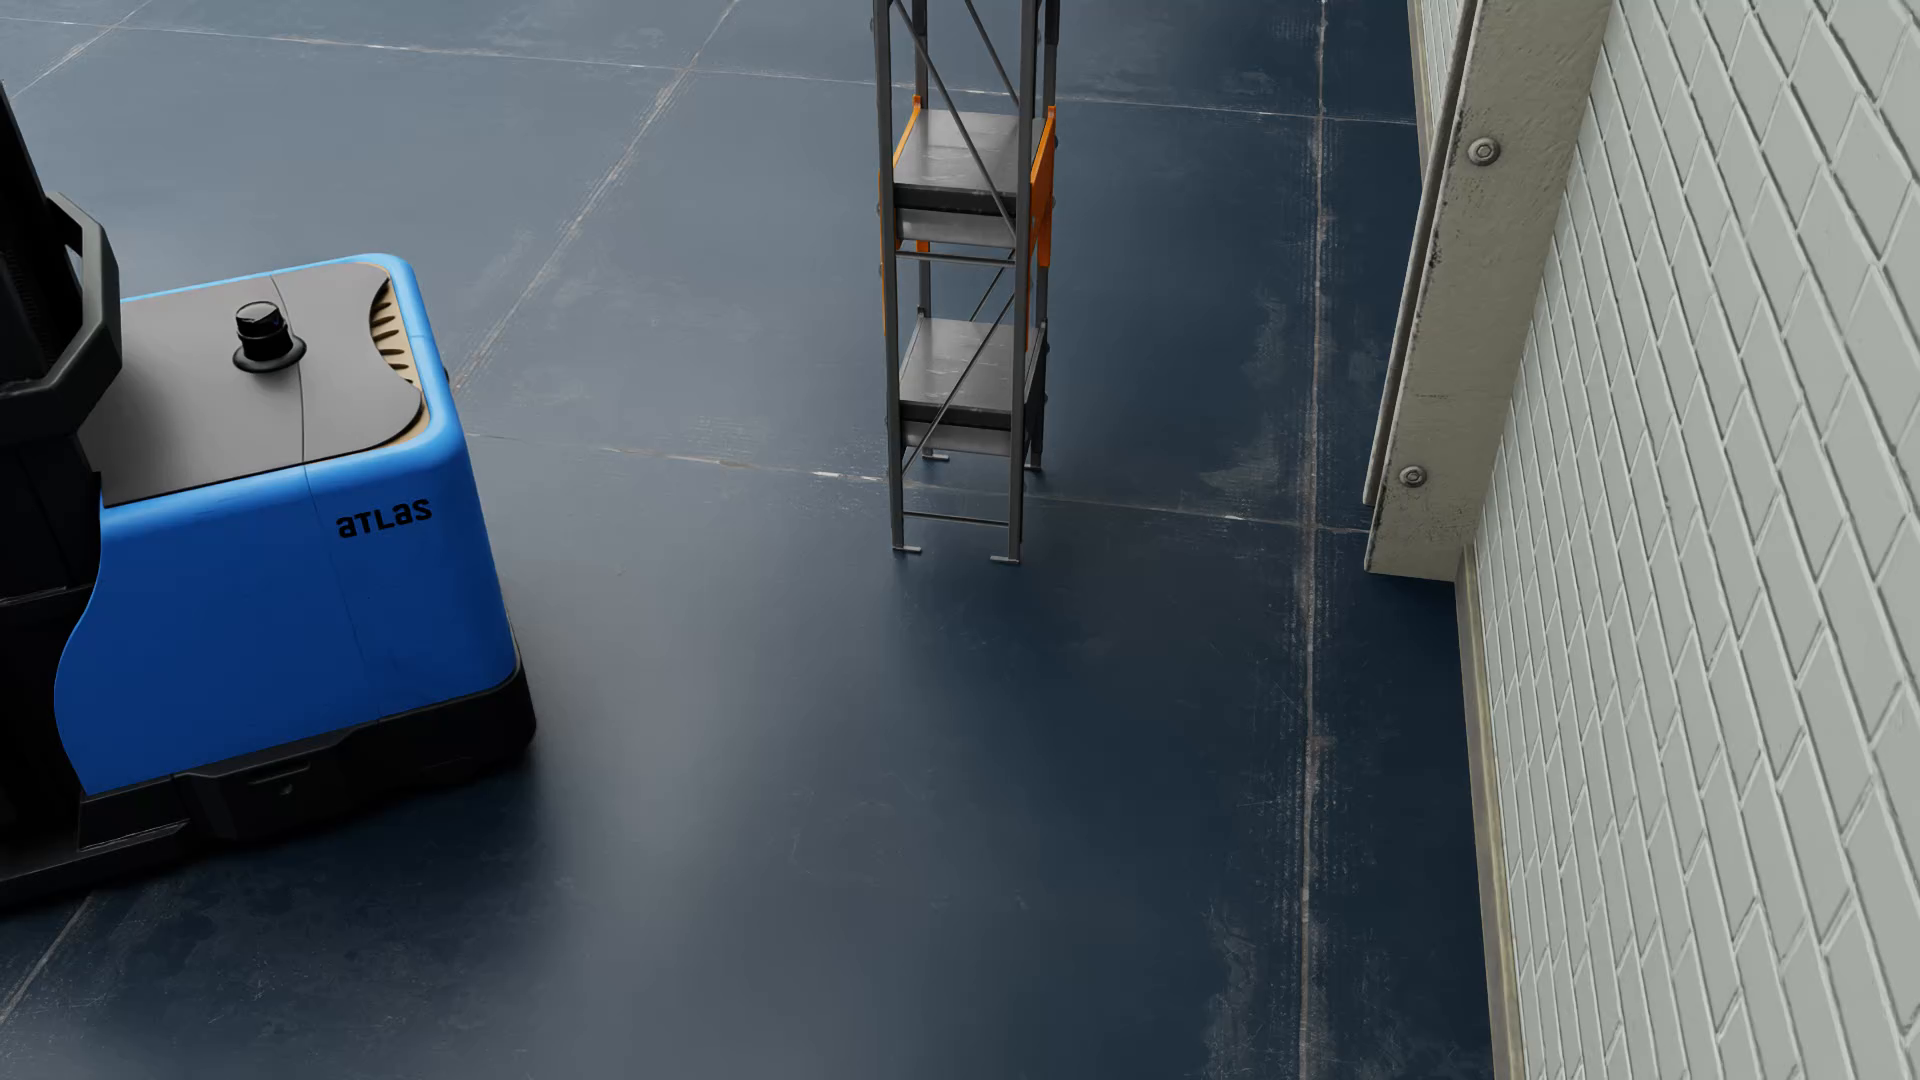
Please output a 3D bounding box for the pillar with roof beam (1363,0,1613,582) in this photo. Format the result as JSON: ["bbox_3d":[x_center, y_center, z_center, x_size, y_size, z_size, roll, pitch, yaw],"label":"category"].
[{"bbox_3d":[-2.805,-3.953,2.969,9.100,9.000,0.400,6,40,8],"label":"pillar with roof beam"}]

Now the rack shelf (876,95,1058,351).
[{"bbox_3d":[0.029,-0.903,4.715,0.431,0.518,0.480,6,40,8],"label":"rack shelf"}]

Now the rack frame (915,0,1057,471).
[{"bbox_3d":[0.071,-1.066,4.892,0.400,2.100,0.015,6,40,8],"label":"rack frame"}]

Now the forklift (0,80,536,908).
[{"bbox_3d":[-2.719,-0.463,3.509,3.031,2.935,1.130,-15,42,-17],"label":"forklift"}]

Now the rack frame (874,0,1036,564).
[{"bbox_3d":[-0.014,-0.760,4.521,0.400,2.100,0.015,6,40,8],"label":"rack frame"}]

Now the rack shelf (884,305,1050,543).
[{"bbox_3d":[0.029,-0.363,5.161,0.431,0.518,0.480,6,40,8],"label":"rack shelf"}]

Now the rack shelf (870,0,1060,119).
[{"bbox_3d":[0.029,-1.442,4.269,0.431,0.518,0.480,6,40,8],"label":"rack shelf"}]

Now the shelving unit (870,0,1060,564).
[{"bbox_3d":[0.029,-0.913,4.707,0.431,2.100,0.503,6,40,8],"label":"shelving unit"}]
